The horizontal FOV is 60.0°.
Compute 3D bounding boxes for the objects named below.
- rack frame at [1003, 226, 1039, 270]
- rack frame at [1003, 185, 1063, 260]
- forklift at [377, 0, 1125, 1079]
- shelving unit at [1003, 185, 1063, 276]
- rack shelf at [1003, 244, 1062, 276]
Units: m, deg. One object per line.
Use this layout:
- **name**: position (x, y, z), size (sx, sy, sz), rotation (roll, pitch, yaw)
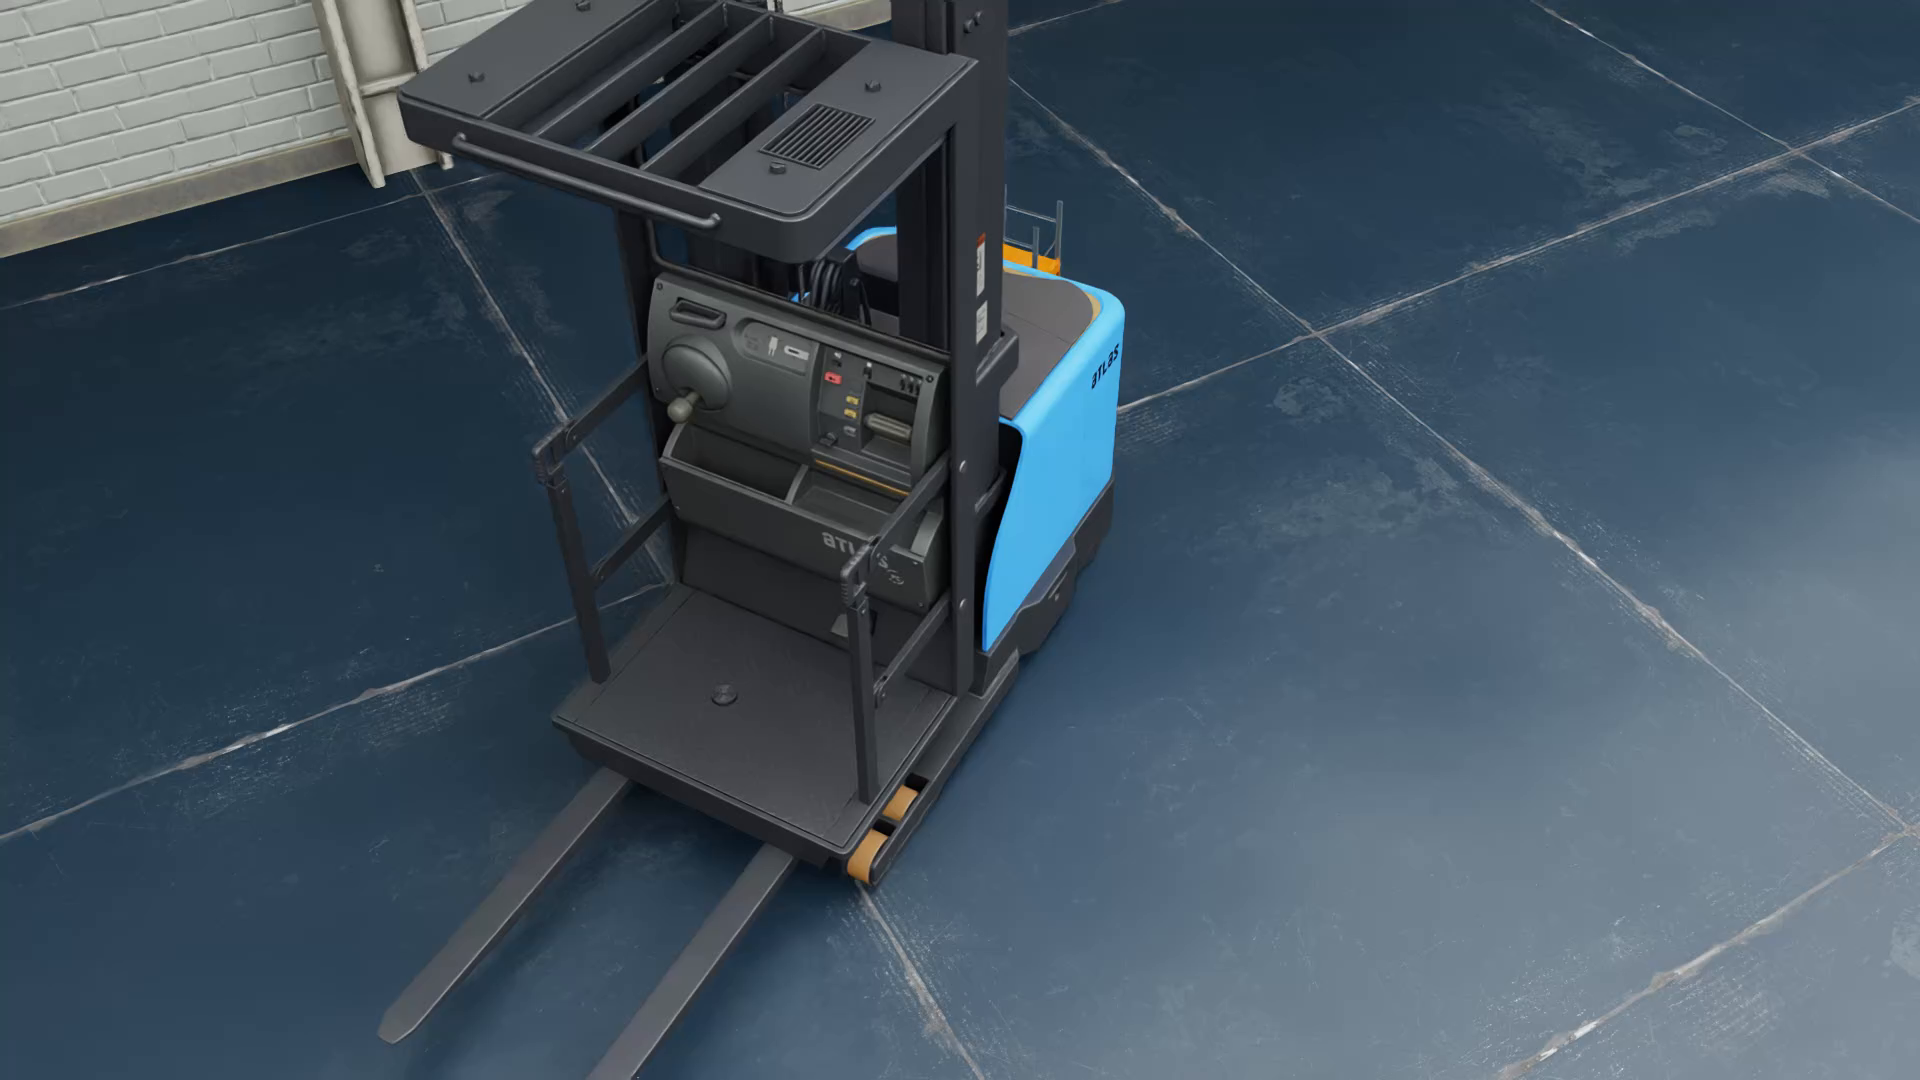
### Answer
- **rack frame**: position (0.161, -0.661, 6.070), size (0.240, 1.200, 0.006), rotation (21, 48, 20)
- **rack frame**: position (0.248, -0.773, 6.185), size (0.240, 1.200, 0.006), rotation (21, 48, 20)
- **forklift**: position (-0.579, -0.355, 4.511), size (1.130, 2.935, 3.031), rotation (21, 48, 20)
- **shelving unit**: position (0.205, -0.717, 6.127), size (0.258, 1.200, 0.189), rotation (21, 48, 20)
- **rack shelf**: position (0.205, -0.944, 5.908), size (0.258, 0.103, 0.180), rotation (21, 48, 20)
